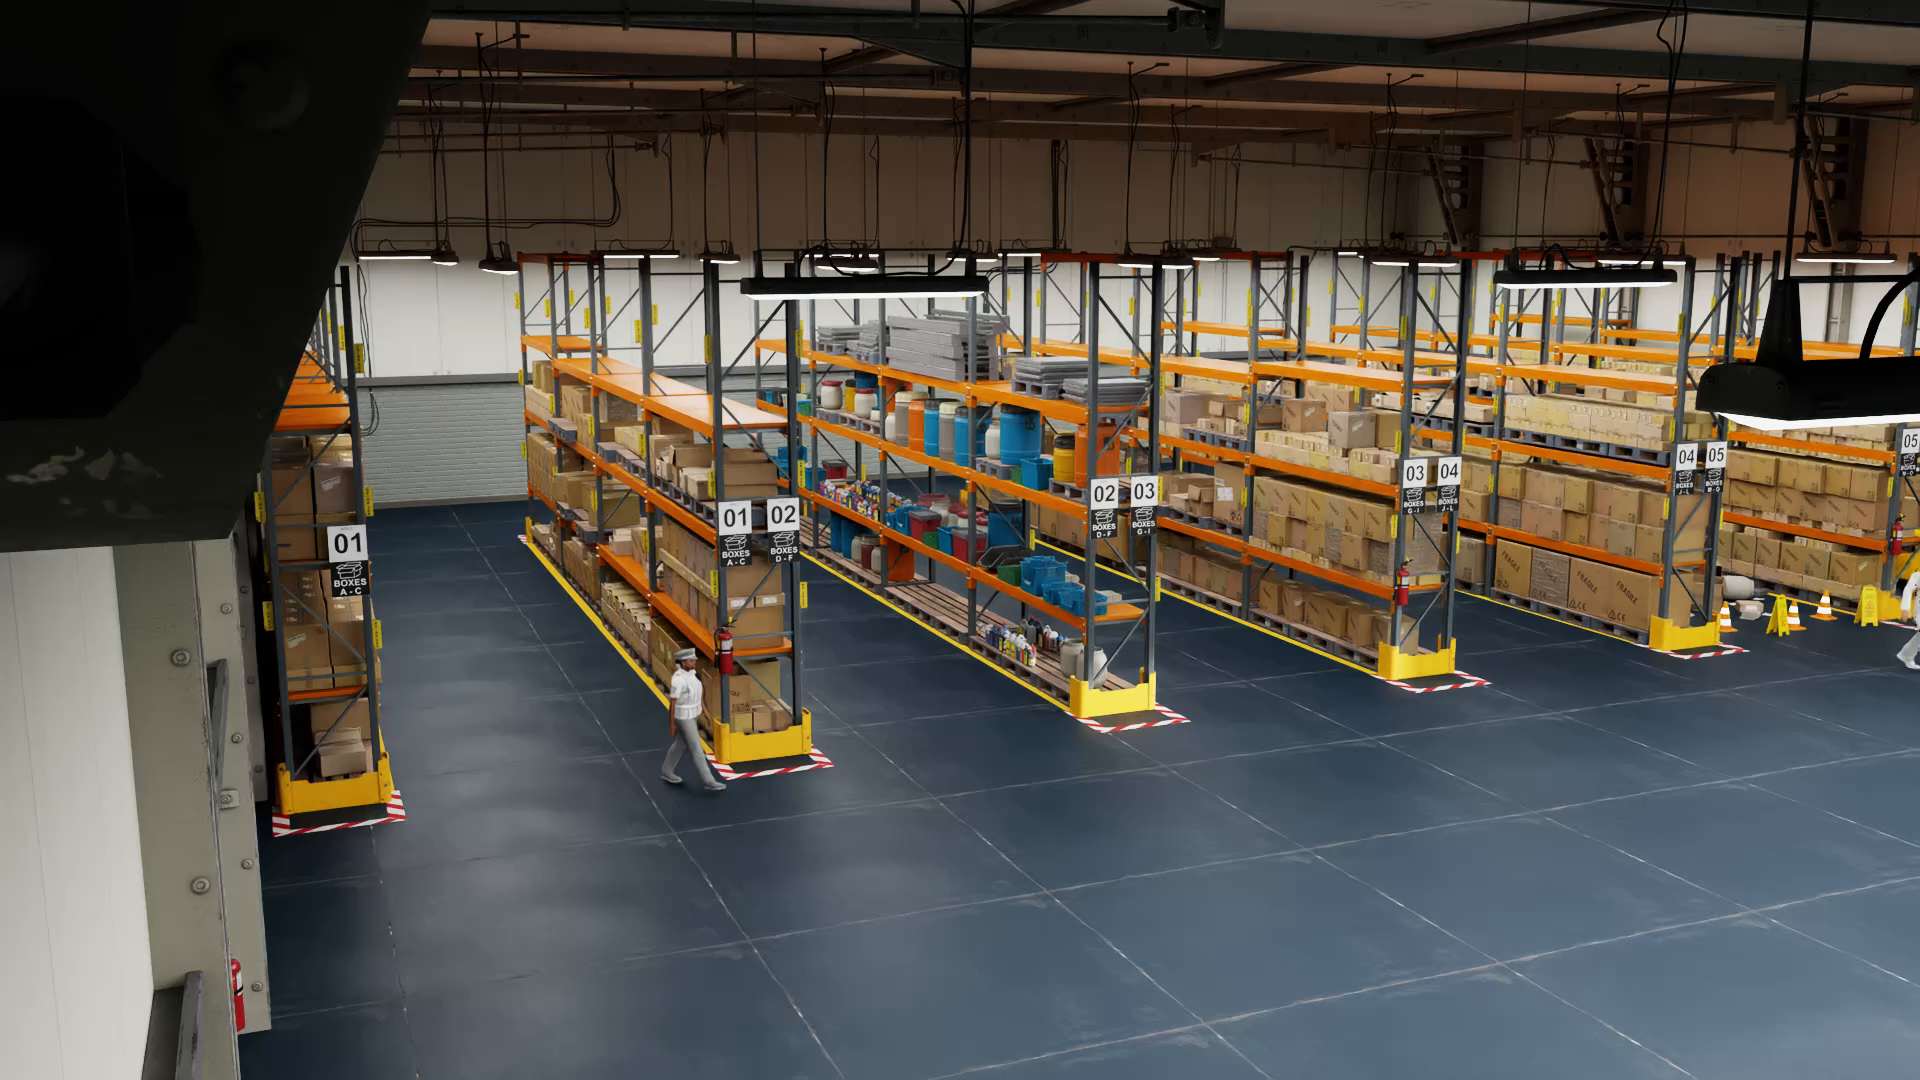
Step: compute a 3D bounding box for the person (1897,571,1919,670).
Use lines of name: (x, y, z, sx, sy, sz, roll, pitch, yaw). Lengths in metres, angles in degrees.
person: (14.128, 1.078, 24.259, 0.687, 1.787, 0.927, -4, 11, -23)

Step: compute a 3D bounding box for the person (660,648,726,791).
person: (-3.079, 2.048, 19.195, 0.933, 1.630, 0.512, 3, 11, 14)

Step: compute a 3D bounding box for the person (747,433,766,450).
person: (-4.856, -1.731, 39.760, 1.110, 1.661, 0.548, 9, 13, 39)
